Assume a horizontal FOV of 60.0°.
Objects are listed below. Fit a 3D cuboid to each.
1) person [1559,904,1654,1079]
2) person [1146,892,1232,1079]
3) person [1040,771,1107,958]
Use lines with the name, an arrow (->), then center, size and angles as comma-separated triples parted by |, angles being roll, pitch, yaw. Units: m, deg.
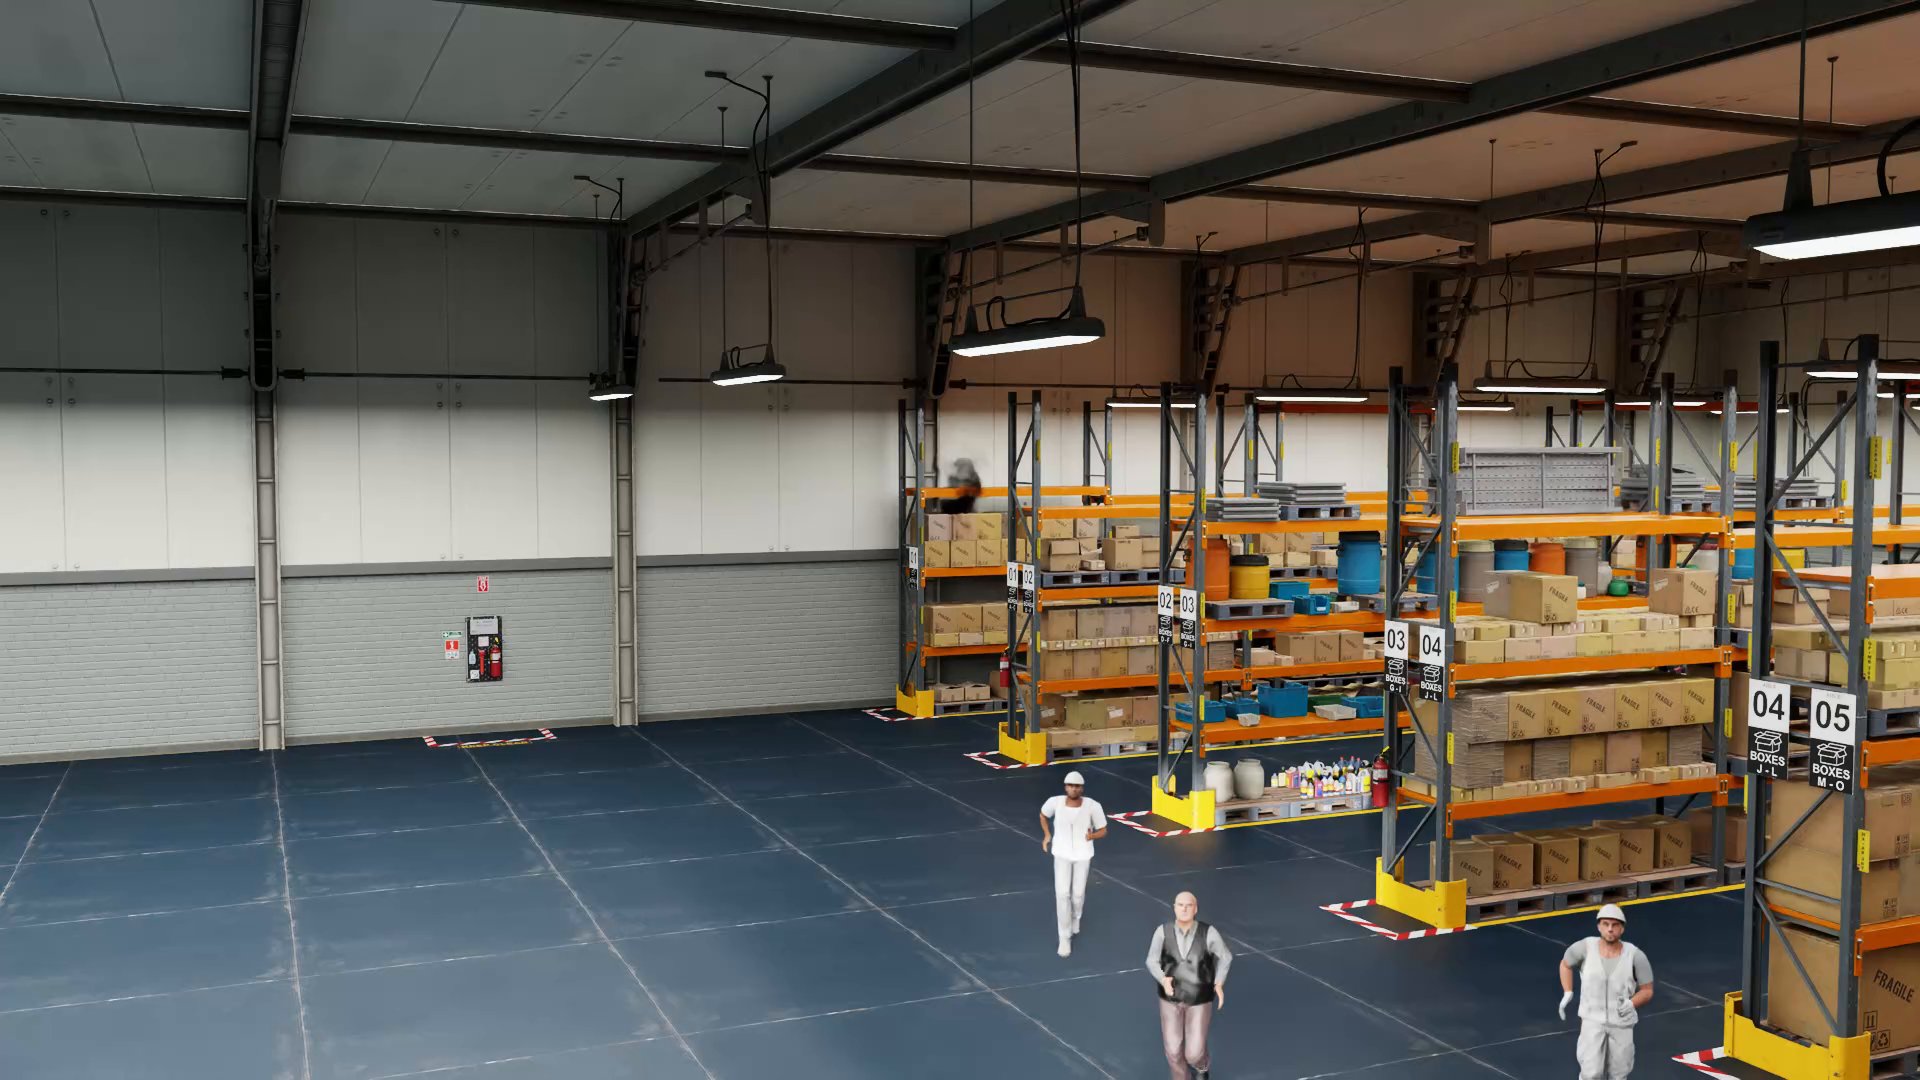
person -> 4.753, 3.558, 12.234 | 0.652, 1.745, 0.614 | 1, 4, 19
person -> 1.748, 3.570, 12.852 | 0.653, 1.680, 0.568 | 1, 3, 16
person -> 1.168, 3.271, 17.082 | 0.684, 1.815, 0.887 | 0, 3, 1
